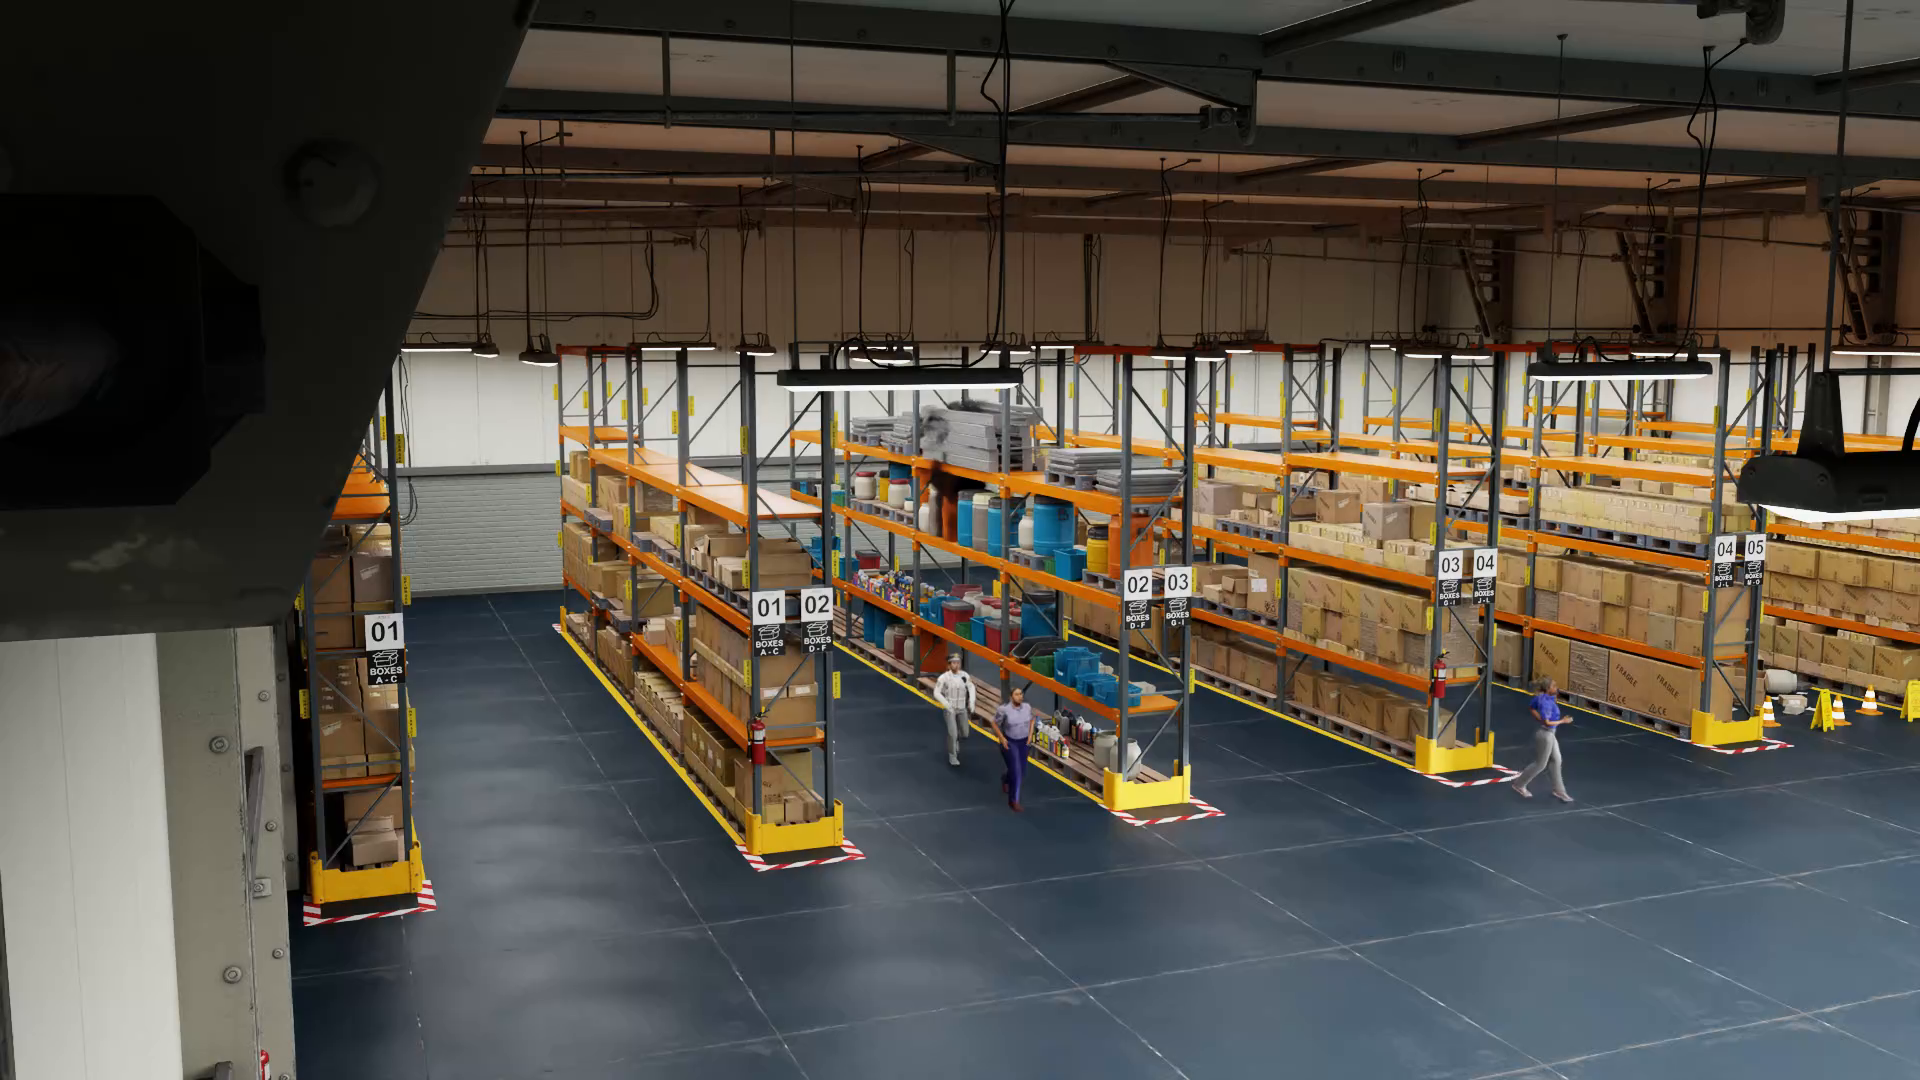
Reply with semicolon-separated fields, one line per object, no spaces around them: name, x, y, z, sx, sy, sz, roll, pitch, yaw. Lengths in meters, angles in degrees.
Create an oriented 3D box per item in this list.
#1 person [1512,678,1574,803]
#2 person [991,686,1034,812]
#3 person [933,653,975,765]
person;7.844;2.682;22.293;0.802;1.693;0.578;3;8;20
person;0.699;2.733;22.117;0.608;1.660;0.710;-4;8;-28
person;-0.072;2.440;24.216;0.664;1.644;0.580;-3;8;-21
